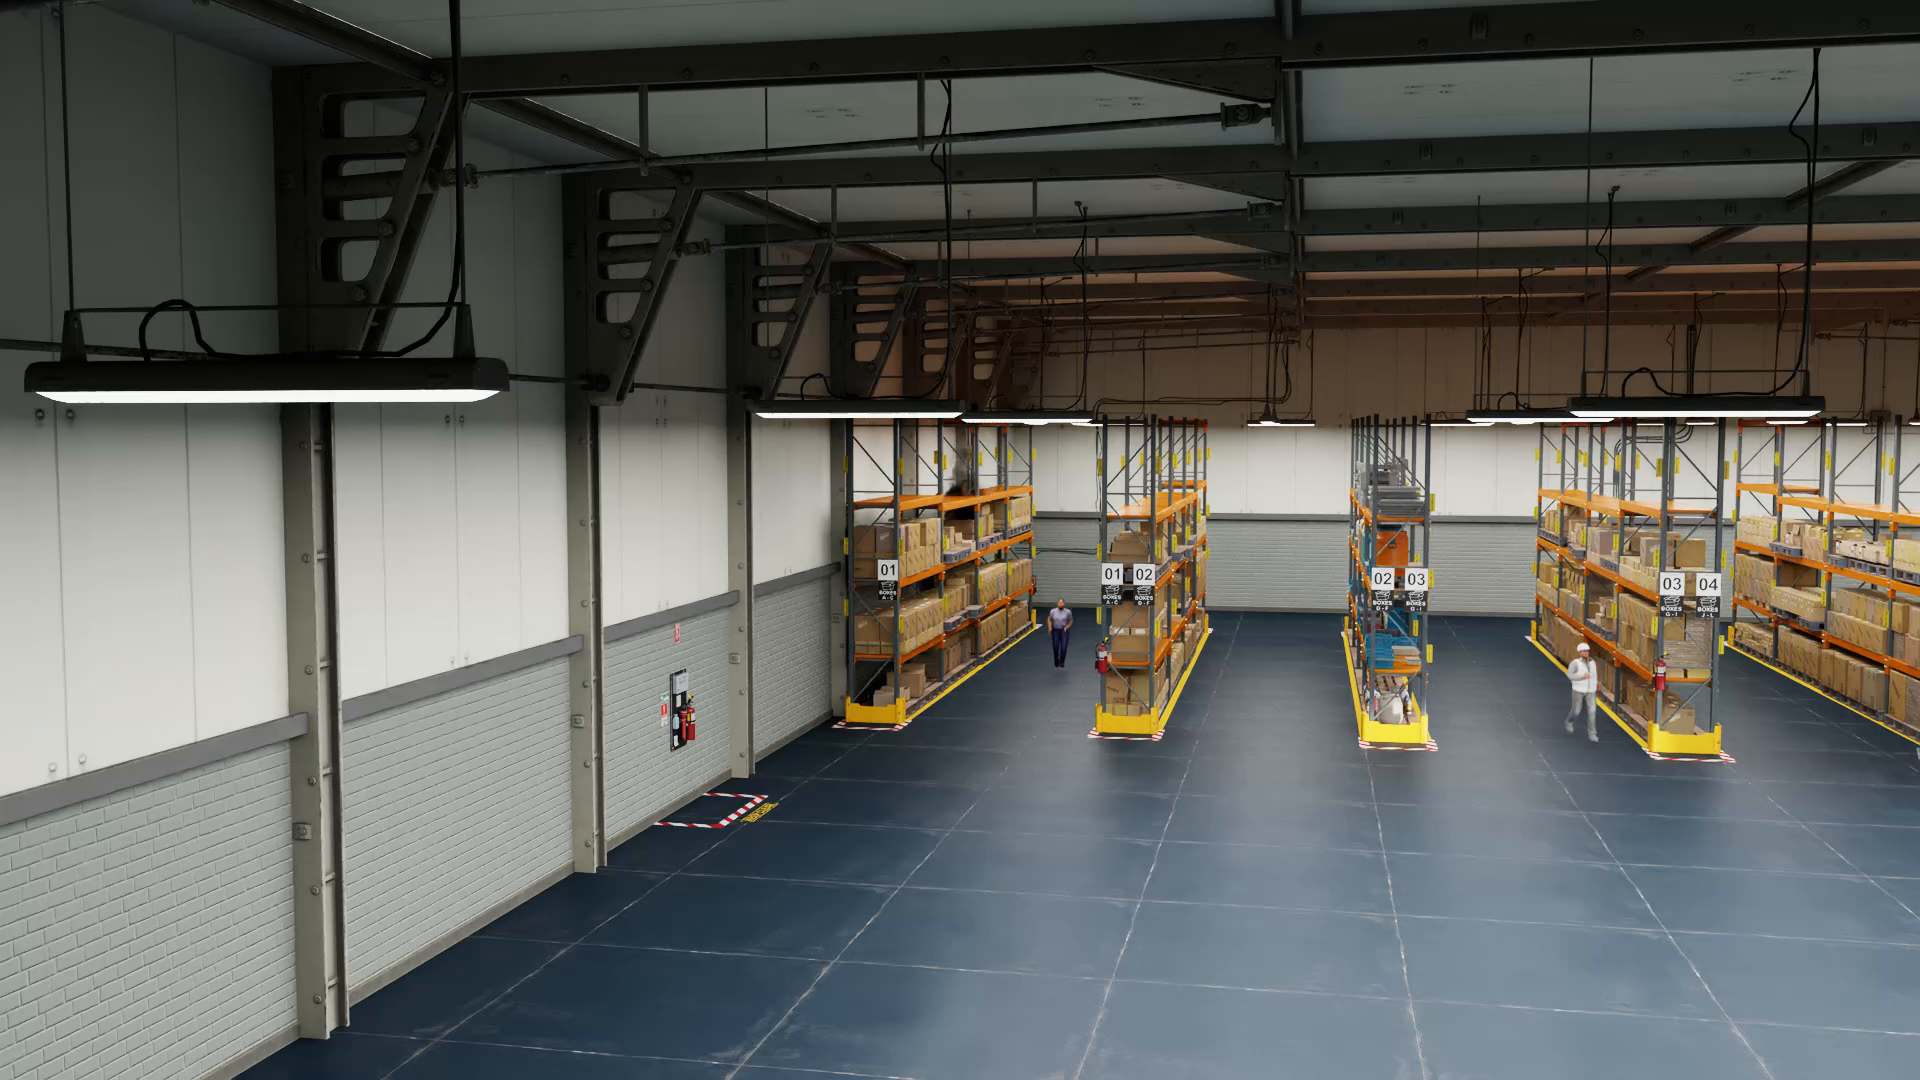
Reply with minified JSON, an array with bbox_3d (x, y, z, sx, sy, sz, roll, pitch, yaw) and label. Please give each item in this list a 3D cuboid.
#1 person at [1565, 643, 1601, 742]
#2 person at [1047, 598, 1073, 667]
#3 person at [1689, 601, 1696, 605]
[{"bbox_3d":[11.506,2.776,30.663,0.660,1.752,0.968,0,4,-4],"label":"person"},{"bbox_3d":[2.284,2.127,37.914,0.592,1.608,0.588,0,4,4],"label":"person"},{"bbox_3d":[18.900,2.064,42.583,0.589,1.636,0.586,1,4,15],"label":"person"}]
